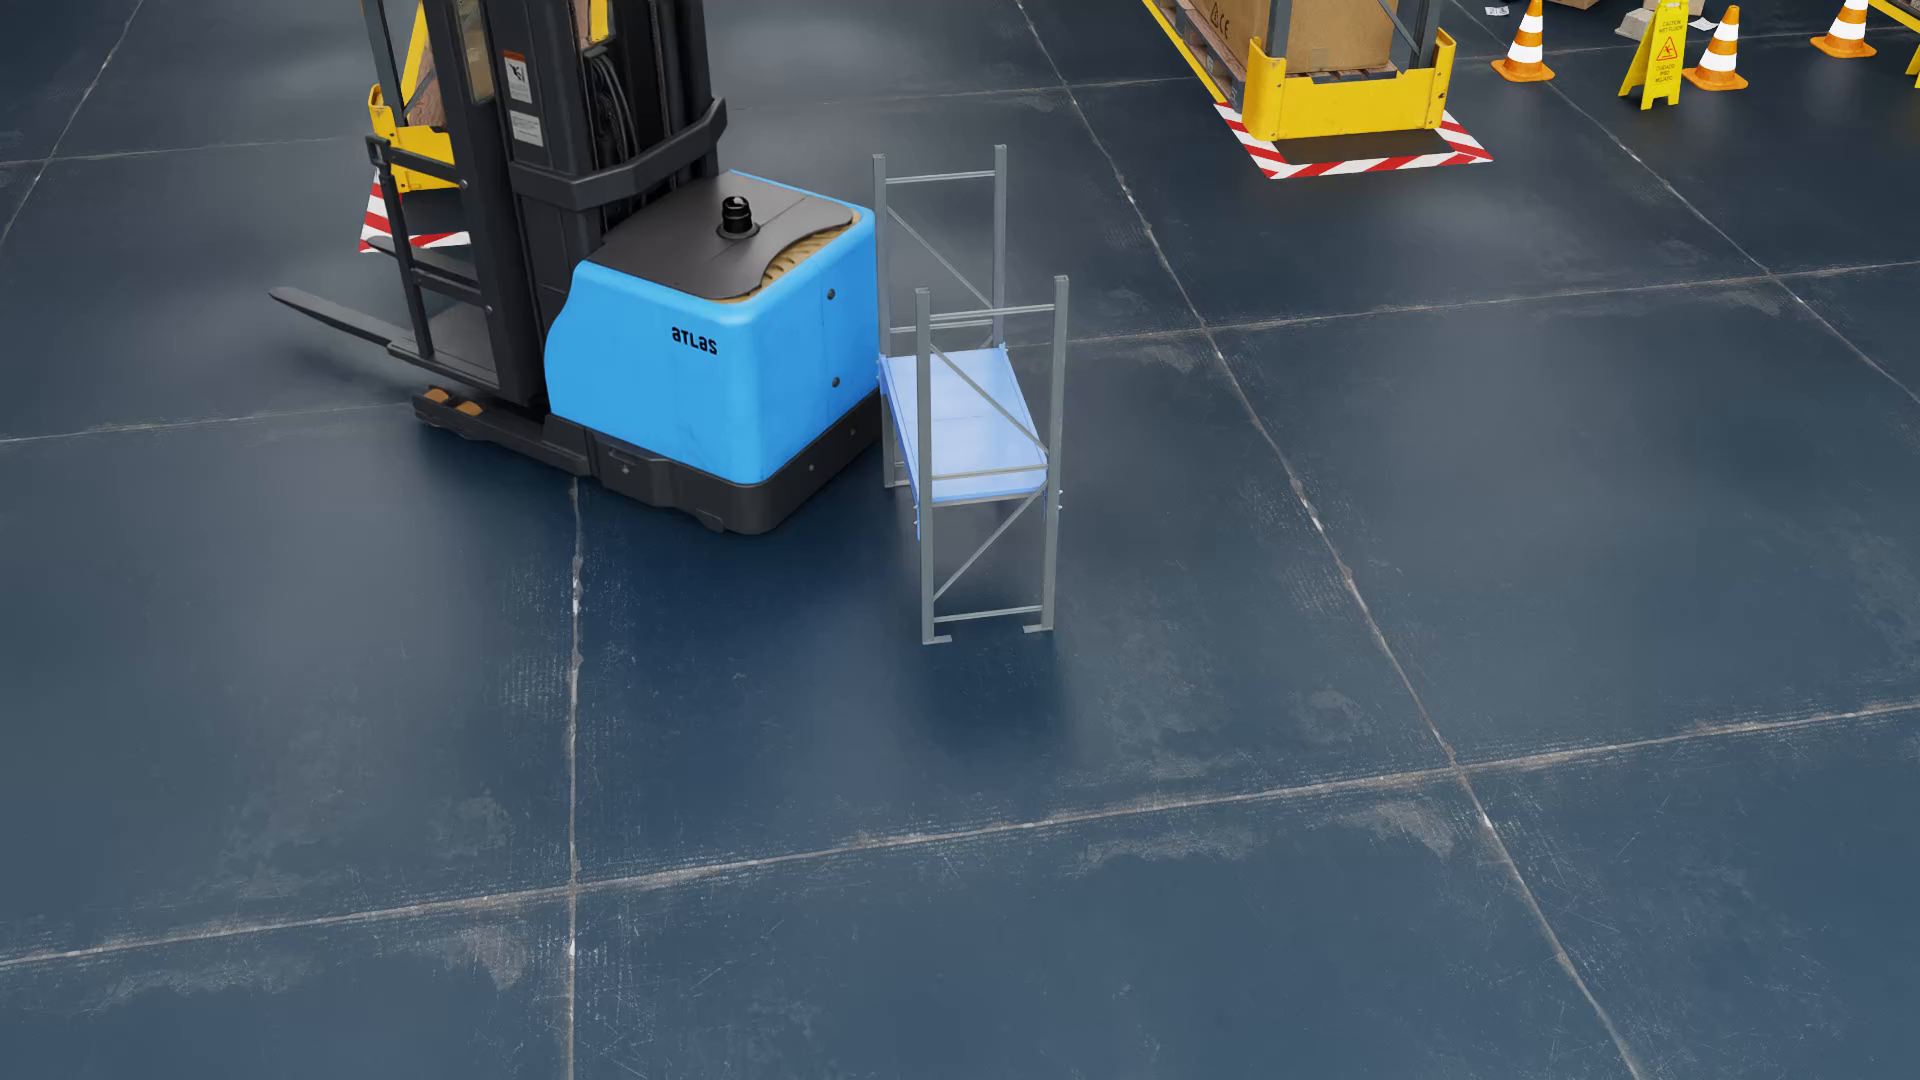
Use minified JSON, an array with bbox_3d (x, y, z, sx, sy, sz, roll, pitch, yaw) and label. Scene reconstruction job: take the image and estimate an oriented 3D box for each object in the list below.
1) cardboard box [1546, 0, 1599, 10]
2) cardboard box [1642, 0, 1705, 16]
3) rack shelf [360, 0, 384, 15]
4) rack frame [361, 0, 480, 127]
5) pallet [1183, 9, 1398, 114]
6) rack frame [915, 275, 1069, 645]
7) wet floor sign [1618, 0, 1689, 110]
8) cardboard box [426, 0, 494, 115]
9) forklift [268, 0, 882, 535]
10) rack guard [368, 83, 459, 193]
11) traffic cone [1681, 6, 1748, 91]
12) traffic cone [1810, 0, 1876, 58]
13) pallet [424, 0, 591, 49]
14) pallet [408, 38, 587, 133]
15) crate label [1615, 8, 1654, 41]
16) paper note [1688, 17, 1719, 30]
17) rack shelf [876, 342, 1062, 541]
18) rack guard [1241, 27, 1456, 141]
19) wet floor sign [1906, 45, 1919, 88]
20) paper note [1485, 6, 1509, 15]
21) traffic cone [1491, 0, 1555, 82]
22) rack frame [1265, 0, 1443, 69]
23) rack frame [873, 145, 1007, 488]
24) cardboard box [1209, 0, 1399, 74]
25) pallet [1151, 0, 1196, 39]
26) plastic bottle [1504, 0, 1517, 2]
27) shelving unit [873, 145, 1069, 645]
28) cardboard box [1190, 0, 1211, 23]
[{"bbox_3d":[4.334,-4.096,11.612,0.637,0.503,0.797,27,45,30],"label":"cardboard box"},{"bbox_3d":[4.916,-3.742,11.445,0.380,0.149,0.250,13,40,16],"label":"cardboard box"},{"bbox_3d":[-2.972,-4.151,10.235,1.077,0.370,4.000,-6,38,-8],"label":"rack shelf"},{"bbox_3d":[-2.622,-3.227,8.459,1.000,3.000,0.127,-6,38,-8],"label":"rack frame"},{"bbox_3d":[2.062,-3.073,10.534,1.003,0.211,1.213,-6,38,-8],"label":"pallet"},{"bbox_3d":[0.104,-0.234,5.828,0.500,1.500,0.032,-6,38,-8],"label":"rack frame"},{"bbox_3d":[4.234,-2.966,10.041,0.267,0.644,0.232,-13,40,-16],"label":"wet floor sign"},{"bbox_3d":[-2.715,-2.785,9.585,0.500,0.500,0.500,0,38,1],"label":"cardboard box"},{"bbox_3d":[-1.823,-1.853,6.746,3.031,2.935,1.130,20,42,24],"label":"forklift"},{"bbox_3d":[-2.635,-2.286,9.285,1.175,0.500,0.348,-6,38,-8],"label":"rack guard"},{"bbox_3d":[4.756,-3.088,10.347,0.336,0.463,0.334,-6,38,-8],"label":"traffic cone"},{"bbox_3d":[5.789,-3.413,10.765,0.336,0.463,0.334,-6,38,-8],"label":"traffic cone"},{"bbox_3d":[-2.953,-3.402,10.957,1.003,0.211,1.213,-6,38,-8],"label":"pallet"},{"bbox_3d":[-2.743,-2.667,10.010,1.003,0.211,1.213,-6,38,-8],"label":"pallet"},{"bbox_3d":[4.557,-3.427,11.050,0.250,0.136,0.298,-27,45,-31],"label":"crate label"},{"bbox_3d":[5.009,-3.478,11.202,0.148,0.019,0.142,-20,42,-23],"label":"paper note"},{"bbox_3d":[0.015,-0.399,6.334,0.538,0.185,1.000,-6,38,-8],"label":"rack shelf"},{"bbox_3d":[2.283,-2.698,9.816,1.175,0.500,0.348,-6,38,-8],"label":"rack guard"},{"bbox_3d":[6.115,-3.134,10.258,0.267,0.644,0.232,6,38,8],"label":"wet floor sign"},{"bbox_3d":[3.683,-3.631,11.401,0.144,0.017,0.142,6,38,8],"label":"paper note"},{"bbox_3d":[3.584,-3.172,10.455,0.336,0.463,0.334,-6,38,-8],"label":"traffic cone"},{"bbox_3d":[2.279,-3.700,9.067,1.000,3.000,0.127,-6,38,-8],"label":"rack frame"},{"bbox_3d":[-0.074,-0.848,6.619,0.500,1.500,0.032,-6,38,-8],"label":"rack frame"},{"bbox_3d":[2.095,-3.429,10.109,0.875,0.875,0.875,-6,38,-8],"label":"cardboard box"},{"bbox_3d":[1.851,-3.809,11.480,1.003,0.211,1.213,-6,38,-8],"label":"pallet"},{"bbox_3d":[3.790,-3.848,11.653,0.133,0.061,0.283,-20,42,-23],"label":"plastic bottle"},{"bbox_3d":[0.015,-0.541,6.224,0.538,1.500,1.048,-6,38,-8],"label":"shelving unit"},{"bbox_3d":[1.939,-3.960,10.792,0.875,0.875,0.875,-7,38,-9],"label":"cardboard box"}]
